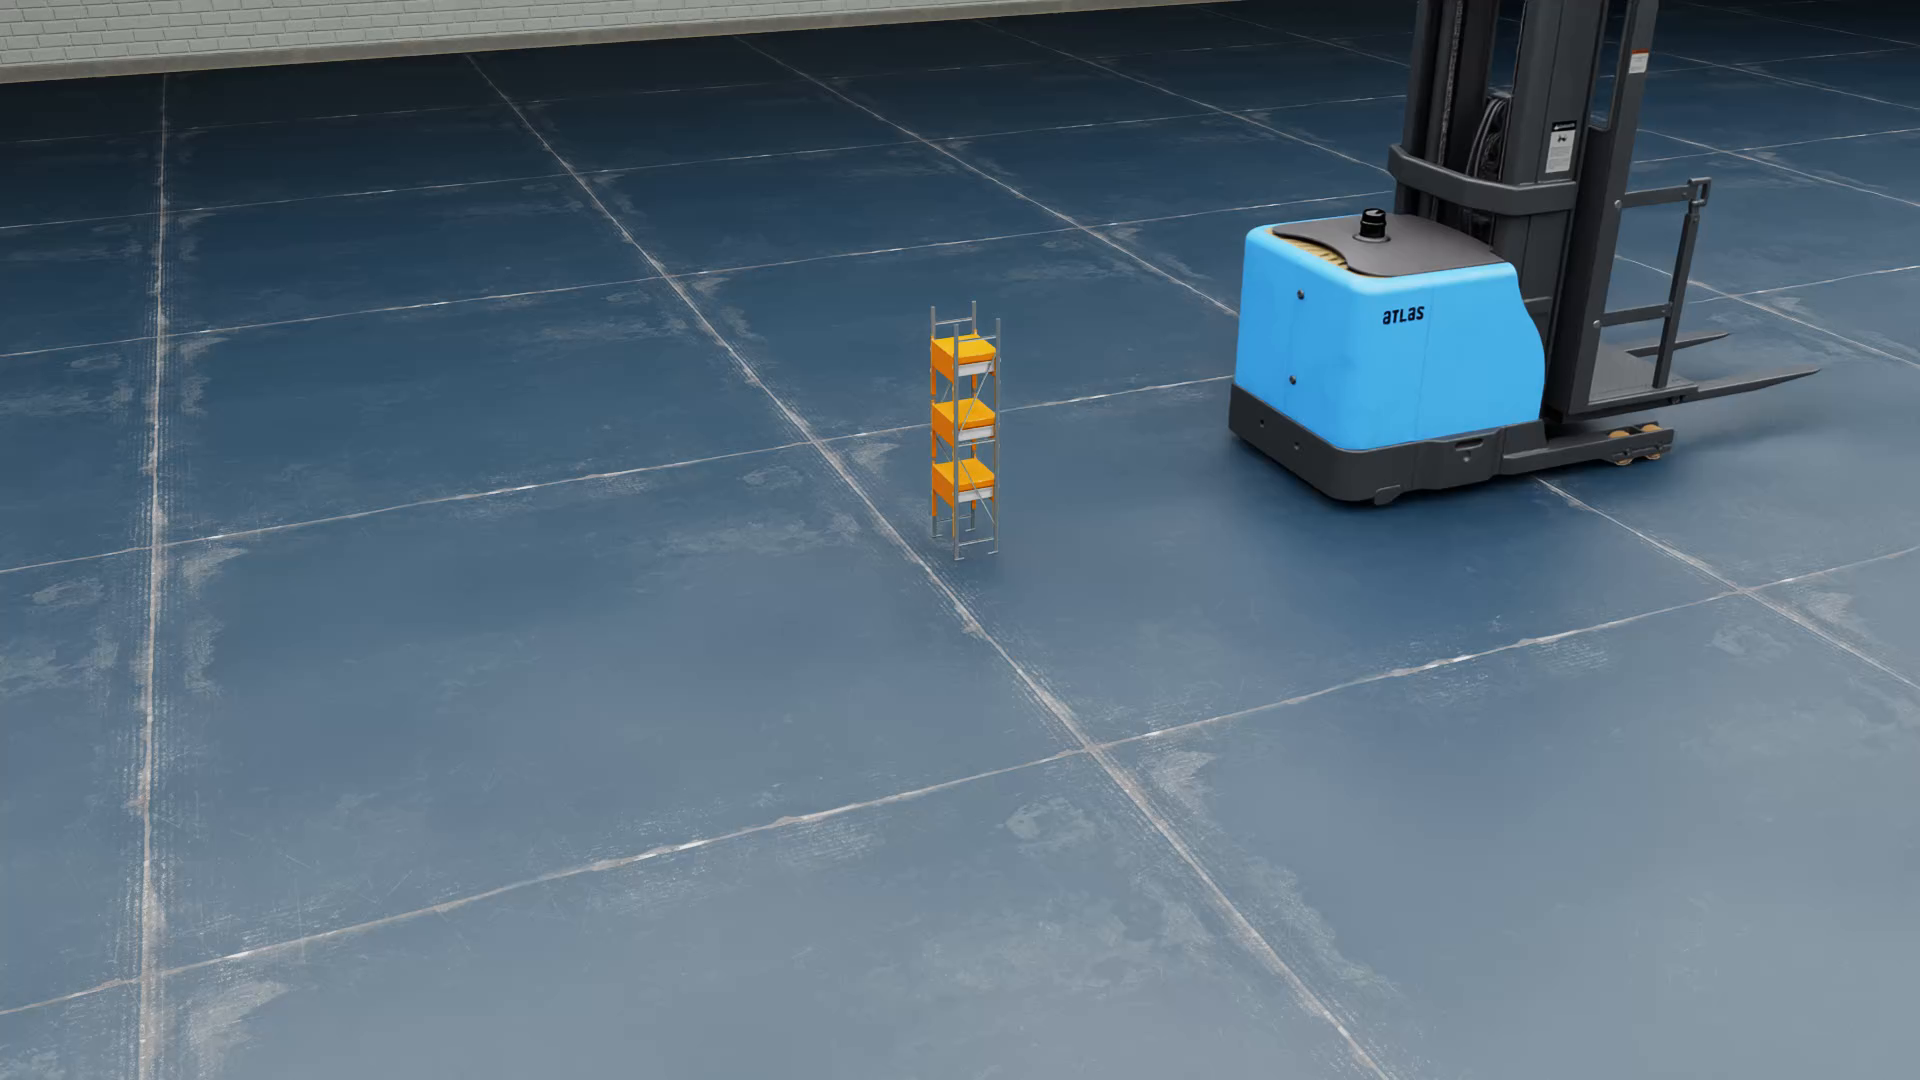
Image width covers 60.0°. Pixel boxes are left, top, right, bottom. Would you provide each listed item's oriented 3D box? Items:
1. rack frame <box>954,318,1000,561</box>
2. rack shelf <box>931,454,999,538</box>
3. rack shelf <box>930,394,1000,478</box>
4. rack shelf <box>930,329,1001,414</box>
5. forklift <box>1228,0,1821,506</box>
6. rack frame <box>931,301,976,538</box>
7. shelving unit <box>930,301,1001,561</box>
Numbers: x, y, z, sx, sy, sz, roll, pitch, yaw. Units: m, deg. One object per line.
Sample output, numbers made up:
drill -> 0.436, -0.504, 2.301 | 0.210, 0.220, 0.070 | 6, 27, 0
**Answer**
rack frame -> 0.069, -0.401, 6.875 | 0.200, 1.050, 0.008 | -11, 28, -21
rack shelf -> 0.021, -0.191, 7.102 | 0.215, 0.259, 0.240 | -11, 28, -21
rack shelf -> 0.021, -0.441, 6.980 | 0.215, 0.259, 0.240 | -11, 28, -21
rack shelf -> 0.021, -0.696, 6.856 | 0.215, 0.259, 0.240 | -11, 28, -21
forklift -> 2.896, -1.876, 7.752 | 3.031, 2.935, 1.130 | -10, 28, -20
rack frame -> -0.027, -0.499, 7.076 | 0.200, 1.050, 0.008 | -11, 28, -21
shelving unit -> 0.021, -0.450, 6.975 | 0.215, 1.050, 0.252 | -11, 28, -21
